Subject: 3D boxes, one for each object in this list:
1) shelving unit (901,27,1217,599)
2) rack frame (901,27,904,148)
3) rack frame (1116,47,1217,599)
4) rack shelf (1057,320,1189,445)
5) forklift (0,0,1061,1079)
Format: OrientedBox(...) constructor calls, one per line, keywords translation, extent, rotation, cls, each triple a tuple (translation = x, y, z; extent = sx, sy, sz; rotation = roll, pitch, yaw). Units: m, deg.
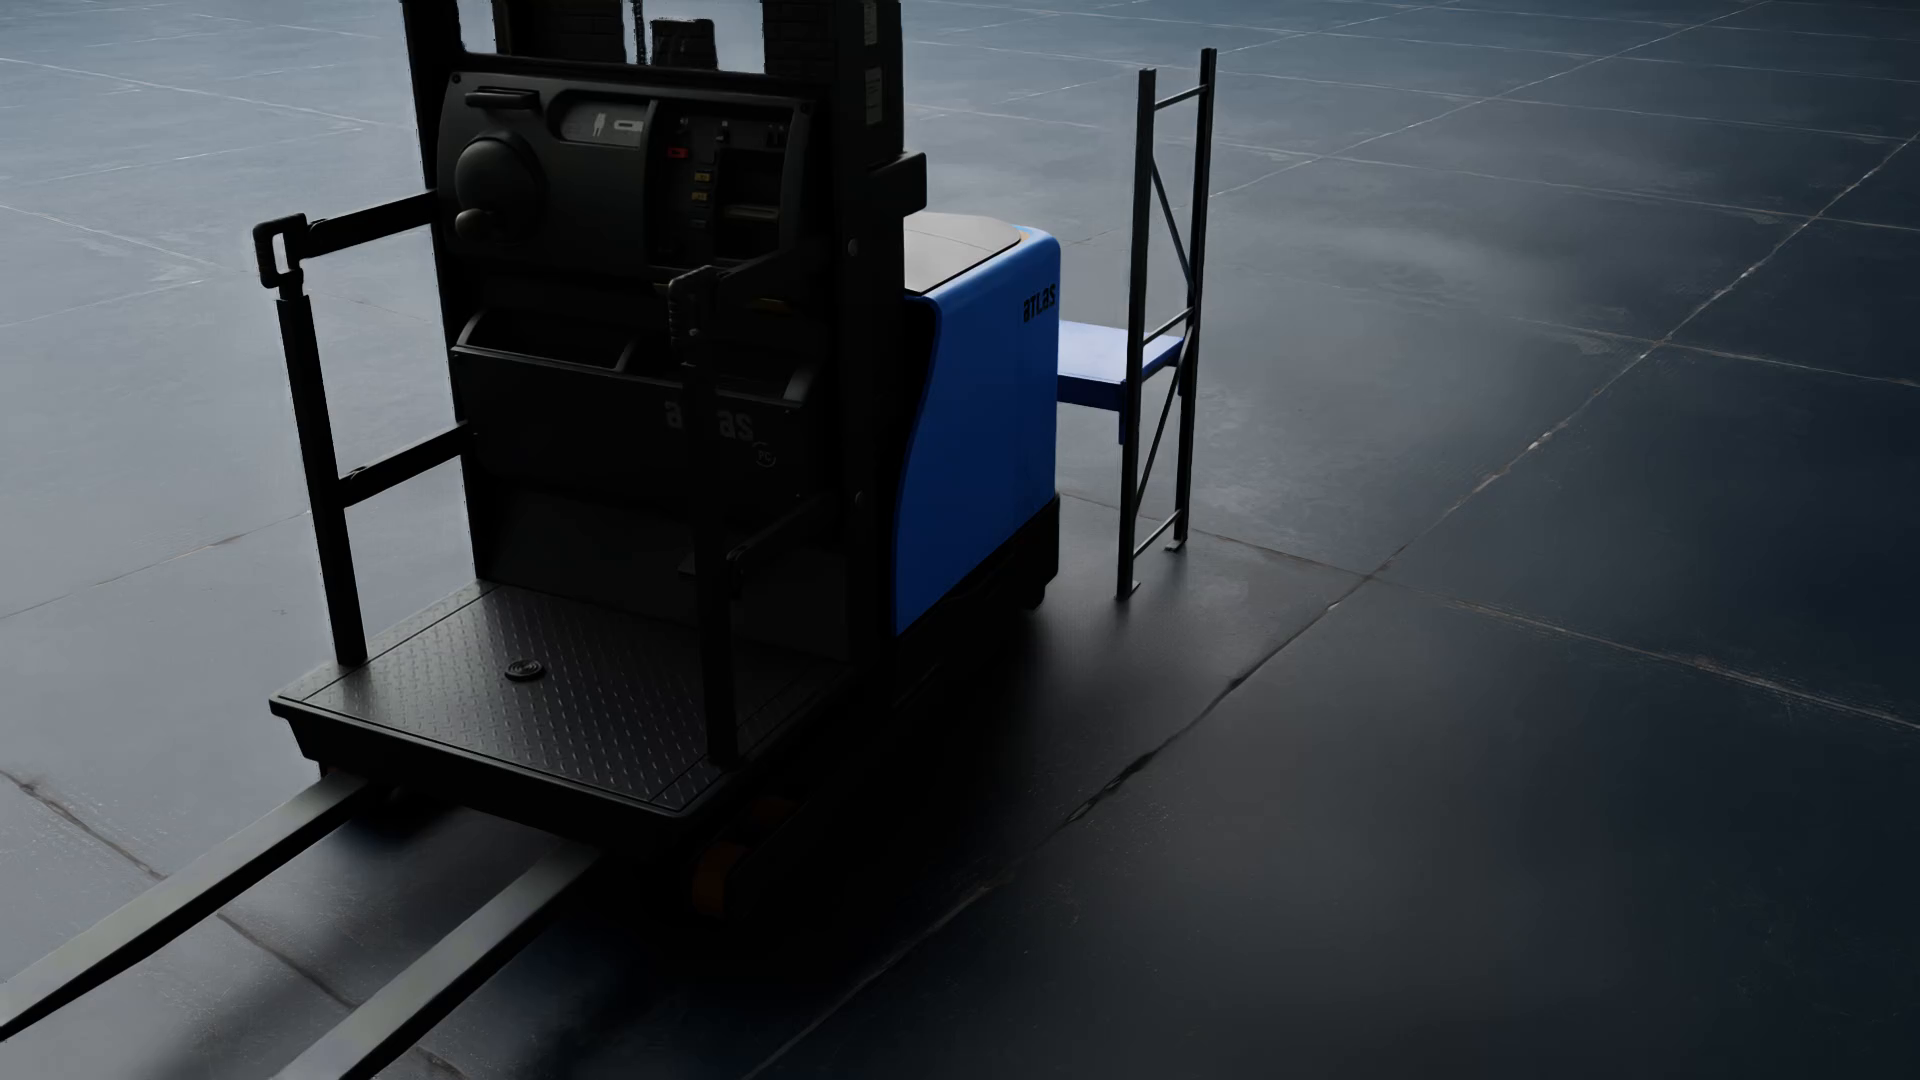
OrientedBox(translation=(0.141, -0.702, 4.982), extent=(1.048, 1.500, 0.538), rotation=(12, 26, 25), cls="shelving unit")
OrientedBox(translation=(-0.308, -0.798, 5.201), extent=(0.032, 1.500, 0.500), rotation=(12, 26, 25), cls="rack frame")
OrientedBox(translation=(0.589, -0.606, 4.763), extent=(0.032, 1.500, 0.500), rotation=(12, 26, 25), cls="rack frame")
OrientedBox(translation=(0.140, -0.537, 5.054), extent=(1.000, 0.185, 0.538), rotation=(12, 26, 25), cls="rack shelf")
OrientedBox(translation=(-0.807, -0.750, 3.318), extent=(1.130, 2.935, 3.031), rotation=(11, 26, 23), cls="forklift")
